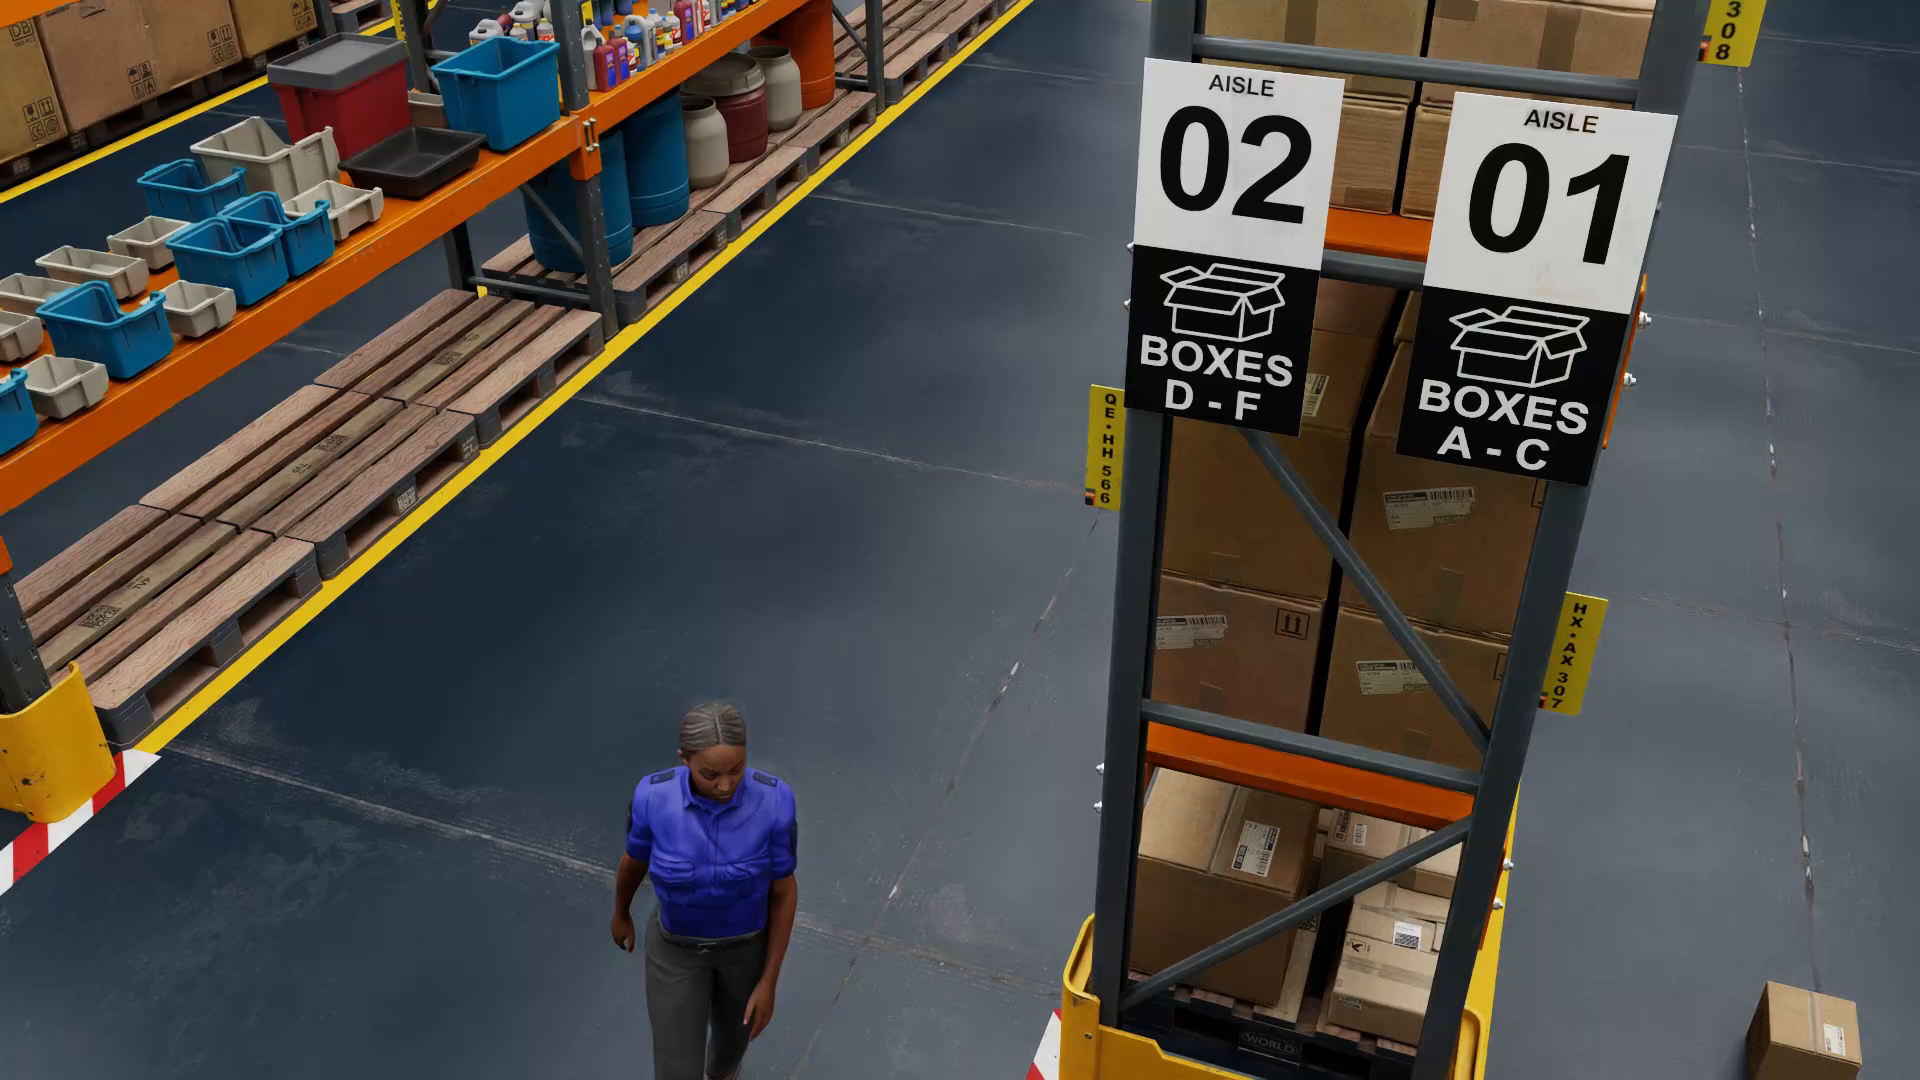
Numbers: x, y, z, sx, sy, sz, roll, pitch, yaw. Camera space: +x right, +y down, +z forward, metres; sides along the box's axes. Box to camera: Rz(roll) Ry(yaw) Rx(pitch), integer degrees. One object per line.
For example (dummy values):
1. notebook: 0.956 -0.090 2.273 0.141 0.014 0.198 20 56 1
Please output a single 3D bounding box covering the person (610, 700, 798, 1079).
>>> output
1. person: -0.675 1.143 4.413 0.539 1.652 0.774 -4 34 -6
